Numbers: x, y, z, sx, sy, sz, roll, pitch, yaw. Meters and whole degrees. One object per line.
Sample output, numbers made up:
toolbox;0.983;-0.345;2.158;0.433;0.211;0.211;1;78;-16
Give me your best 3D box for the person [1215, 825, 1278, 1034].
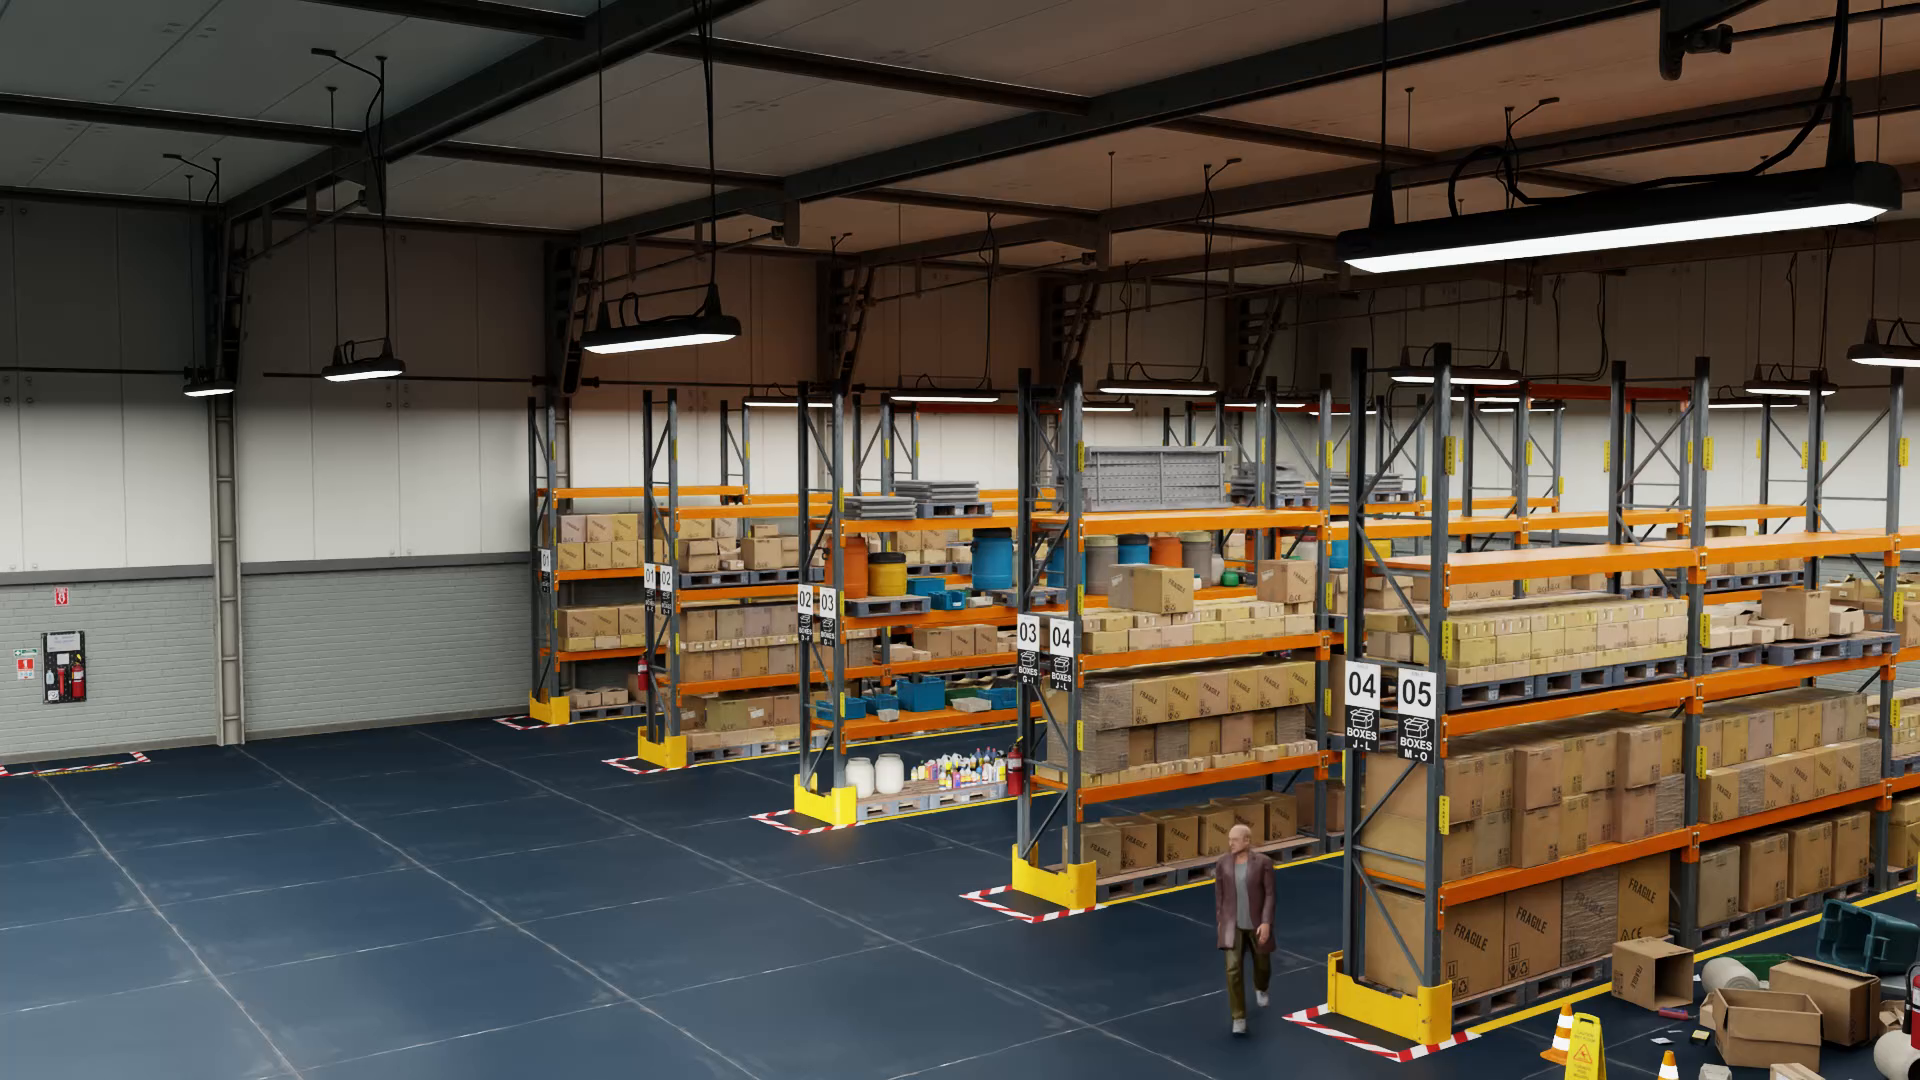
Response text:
person;2.535;3.412;14.774;0.574;1.745;0.920;1;4;16
